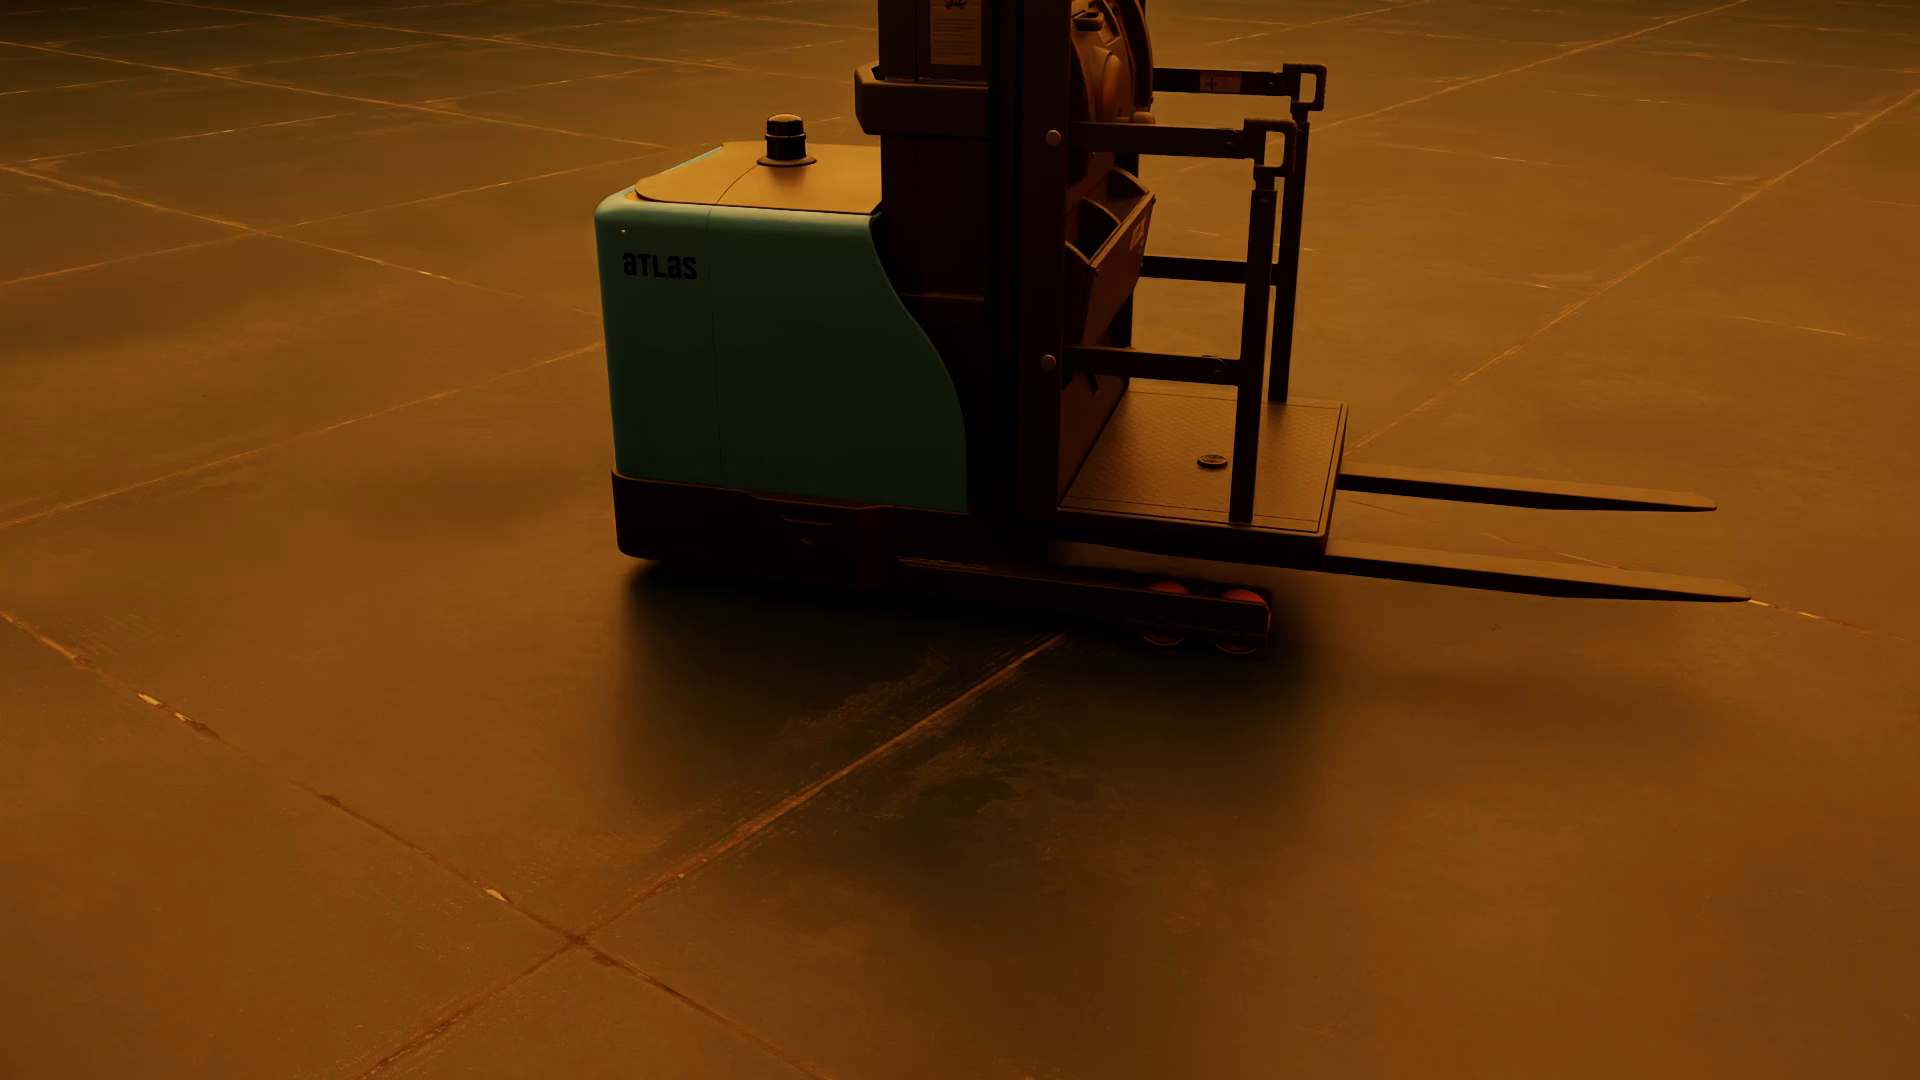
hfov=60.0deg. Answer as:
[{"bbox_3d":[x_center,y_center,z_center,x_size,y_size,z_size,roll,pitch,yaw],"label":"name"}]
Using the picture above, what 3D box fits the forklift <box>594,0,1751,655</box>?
[{"bbox_3d":[0.587,-1.281,4.284,3.031,2.935,1.130,6,24,14],"label":"forklift"}]
